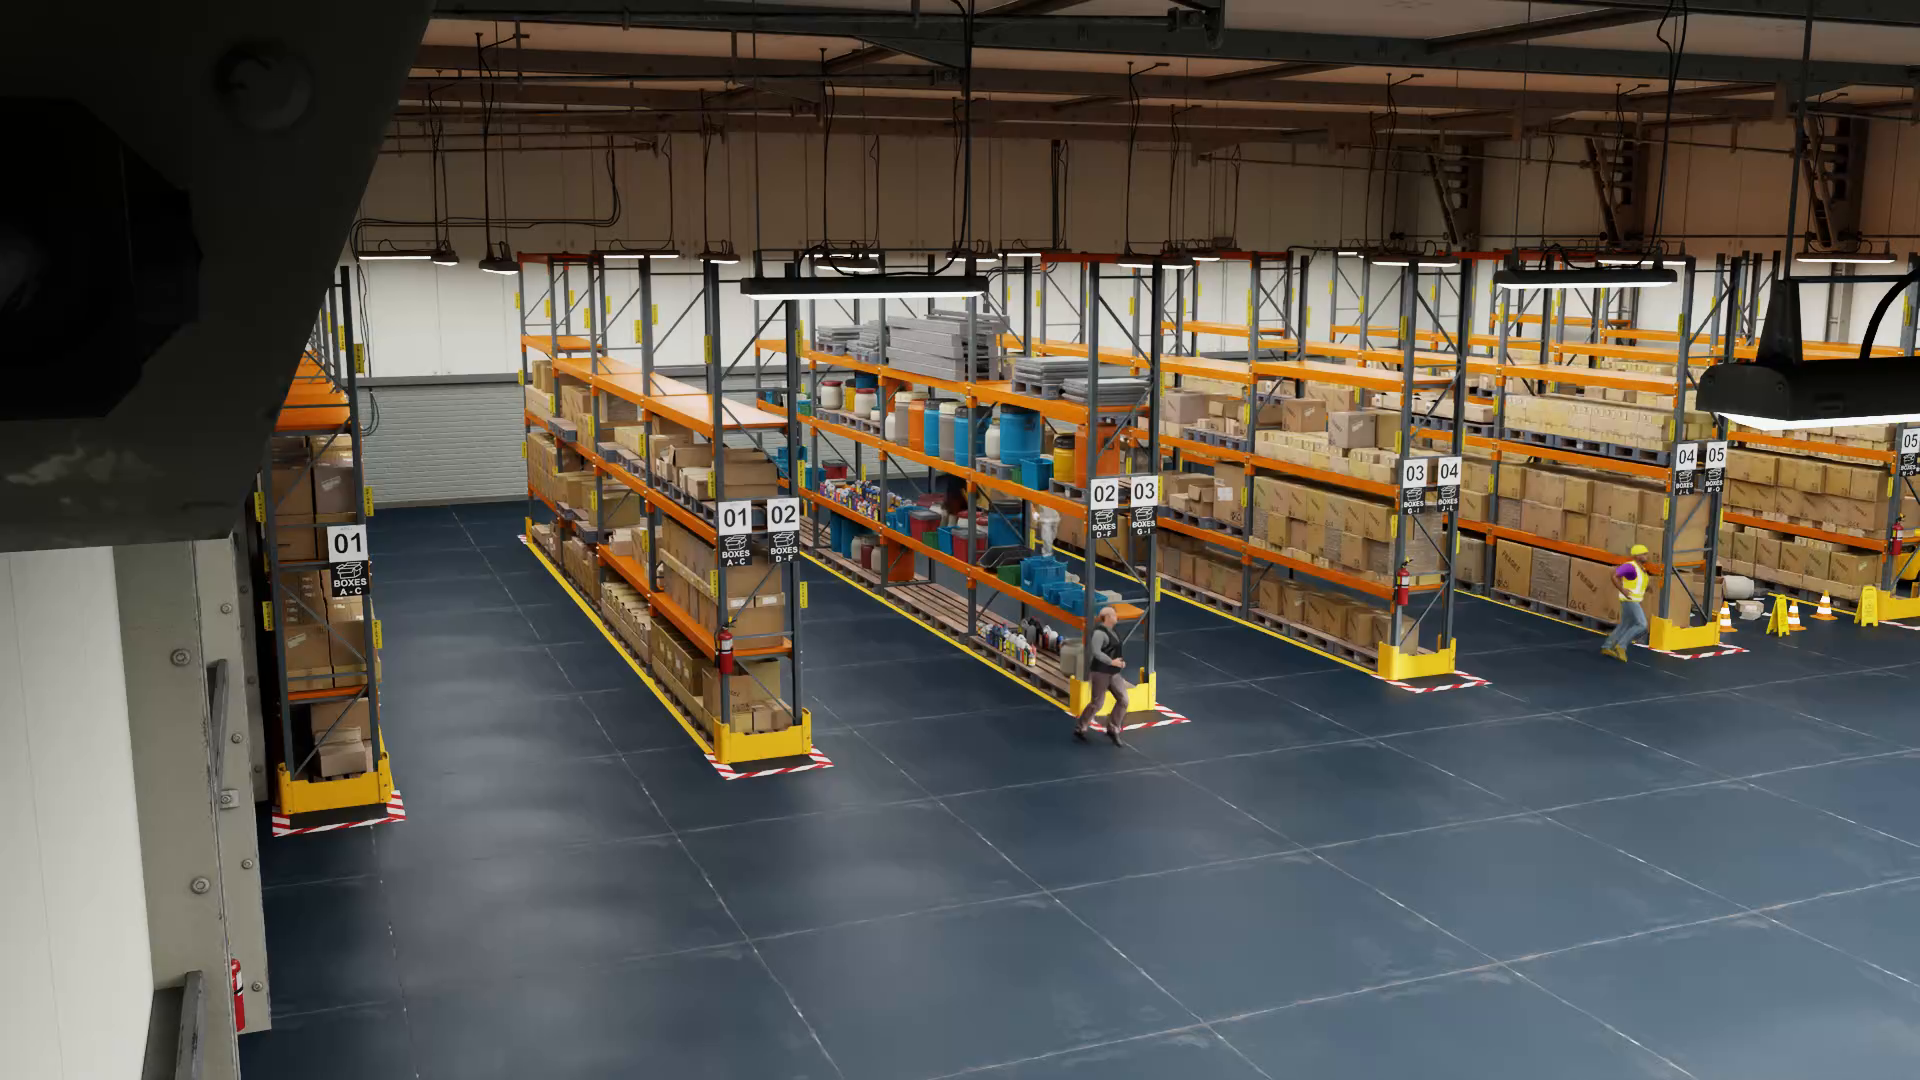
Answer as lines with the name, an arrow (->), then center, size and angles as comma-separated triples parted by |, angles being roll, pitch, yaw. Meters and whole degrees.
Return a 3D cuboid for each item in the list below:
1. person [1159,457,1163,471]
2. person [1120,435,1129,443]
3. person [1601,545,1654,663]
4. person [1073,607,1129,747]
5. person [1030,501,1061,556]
person -> 4.380, -1.350, 37.875 | 0.597, 1.618, 0.719 | -2, 11, -10
person -> 3.994, -1.881, 40.554 | 0.725, 1.714, 0.584 | 5, 11, 25
person -> 10.132, 0.941, 25.156 | 0.657, 1.754, 0.692 | 7, 13, 34
person -> 1.842, 1.712, 21.006 | 0.661, 1.756, 0.716 | 6, 12, 29
person -> 1.608, -0.277, 29.926 | 0.640, 1.839, 0.773 | -6, 12, -28
